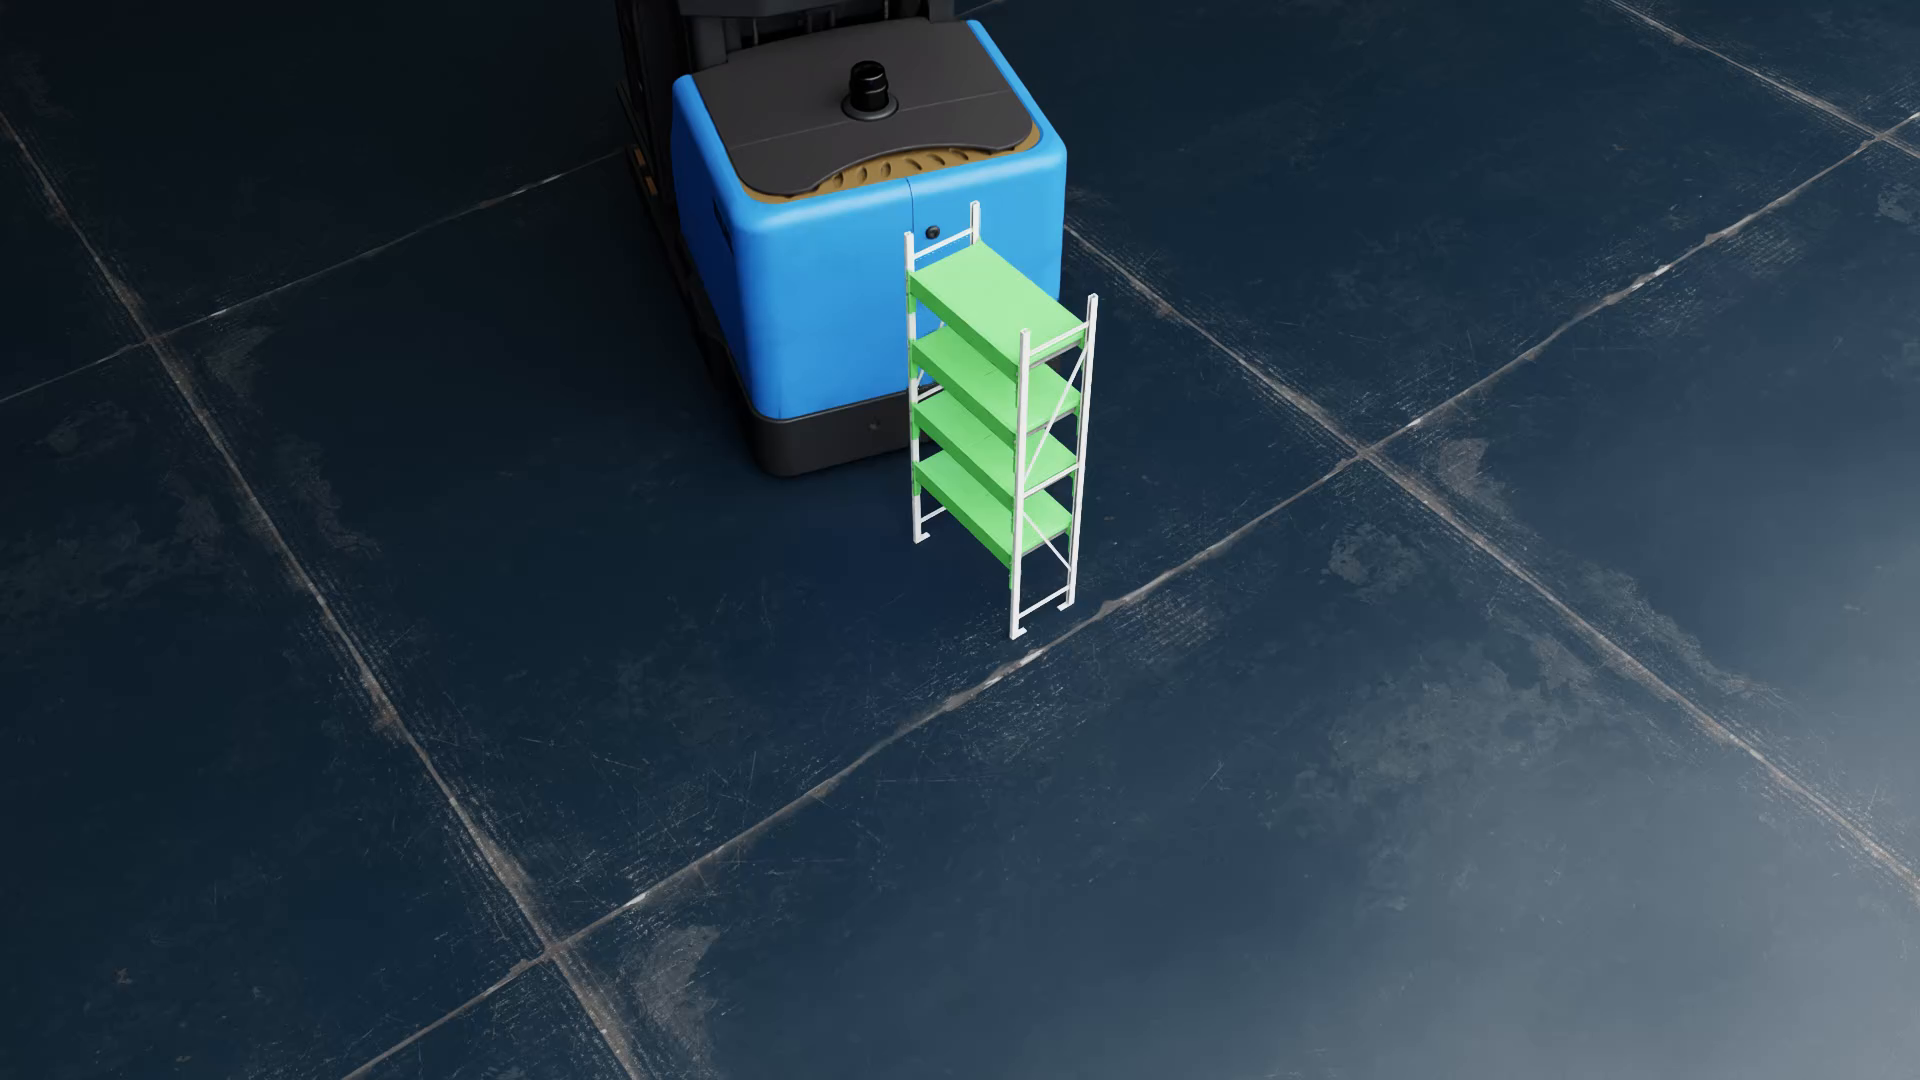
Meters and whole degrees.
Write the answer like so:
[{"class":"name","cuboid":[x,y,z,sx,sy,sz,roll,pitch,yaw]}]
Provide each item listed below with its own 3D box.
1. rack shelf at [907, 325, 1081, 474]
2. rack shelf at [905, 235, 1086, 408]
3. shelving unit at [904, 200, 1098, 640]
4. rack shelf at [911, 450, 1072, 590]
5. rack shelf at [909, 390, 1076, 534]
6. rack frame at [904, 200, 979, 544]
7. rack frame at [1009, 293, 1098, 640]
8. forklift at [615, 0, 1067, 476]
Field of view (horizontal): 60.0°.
[{"class":"rack shelf","cuboid":[0.100,-0.424,4.587,0.258,0.148,0.480,-29,54,-24]},{"class":"rack shelf","cuboid":[0.100,-0.585,4.409,0.258,0.148,0.480,-29,54,-24]},{"class":"shelving unit","cuboid":[0.100,-0.305,4.717,0.258,1.200,0.503,-29,54,-24]},{"class":"rack shelf","cuboid":[0.100,-0.101,4.942,0.258,0.148,0.480,-29,54,-24]},{"class":"rack shelf","cuboid":[0.100,-0.262,4.764,0.258,0.148,0.480,-29,54,-24]},{"class":"rack frame","cuboid":[-0.048,-0.449,4.847,0.240,1.200,0.015,-29,54,-24]},{"class":"rack frame","cuboid":[0.248,-0.162,4.587,0.240,1.200,0.015,-29,54,-24]},{"class":"forklift","cuboid":[-0.650,-2.305,5.361,1.130,2.935,3.031,-15,50,-13]}]
